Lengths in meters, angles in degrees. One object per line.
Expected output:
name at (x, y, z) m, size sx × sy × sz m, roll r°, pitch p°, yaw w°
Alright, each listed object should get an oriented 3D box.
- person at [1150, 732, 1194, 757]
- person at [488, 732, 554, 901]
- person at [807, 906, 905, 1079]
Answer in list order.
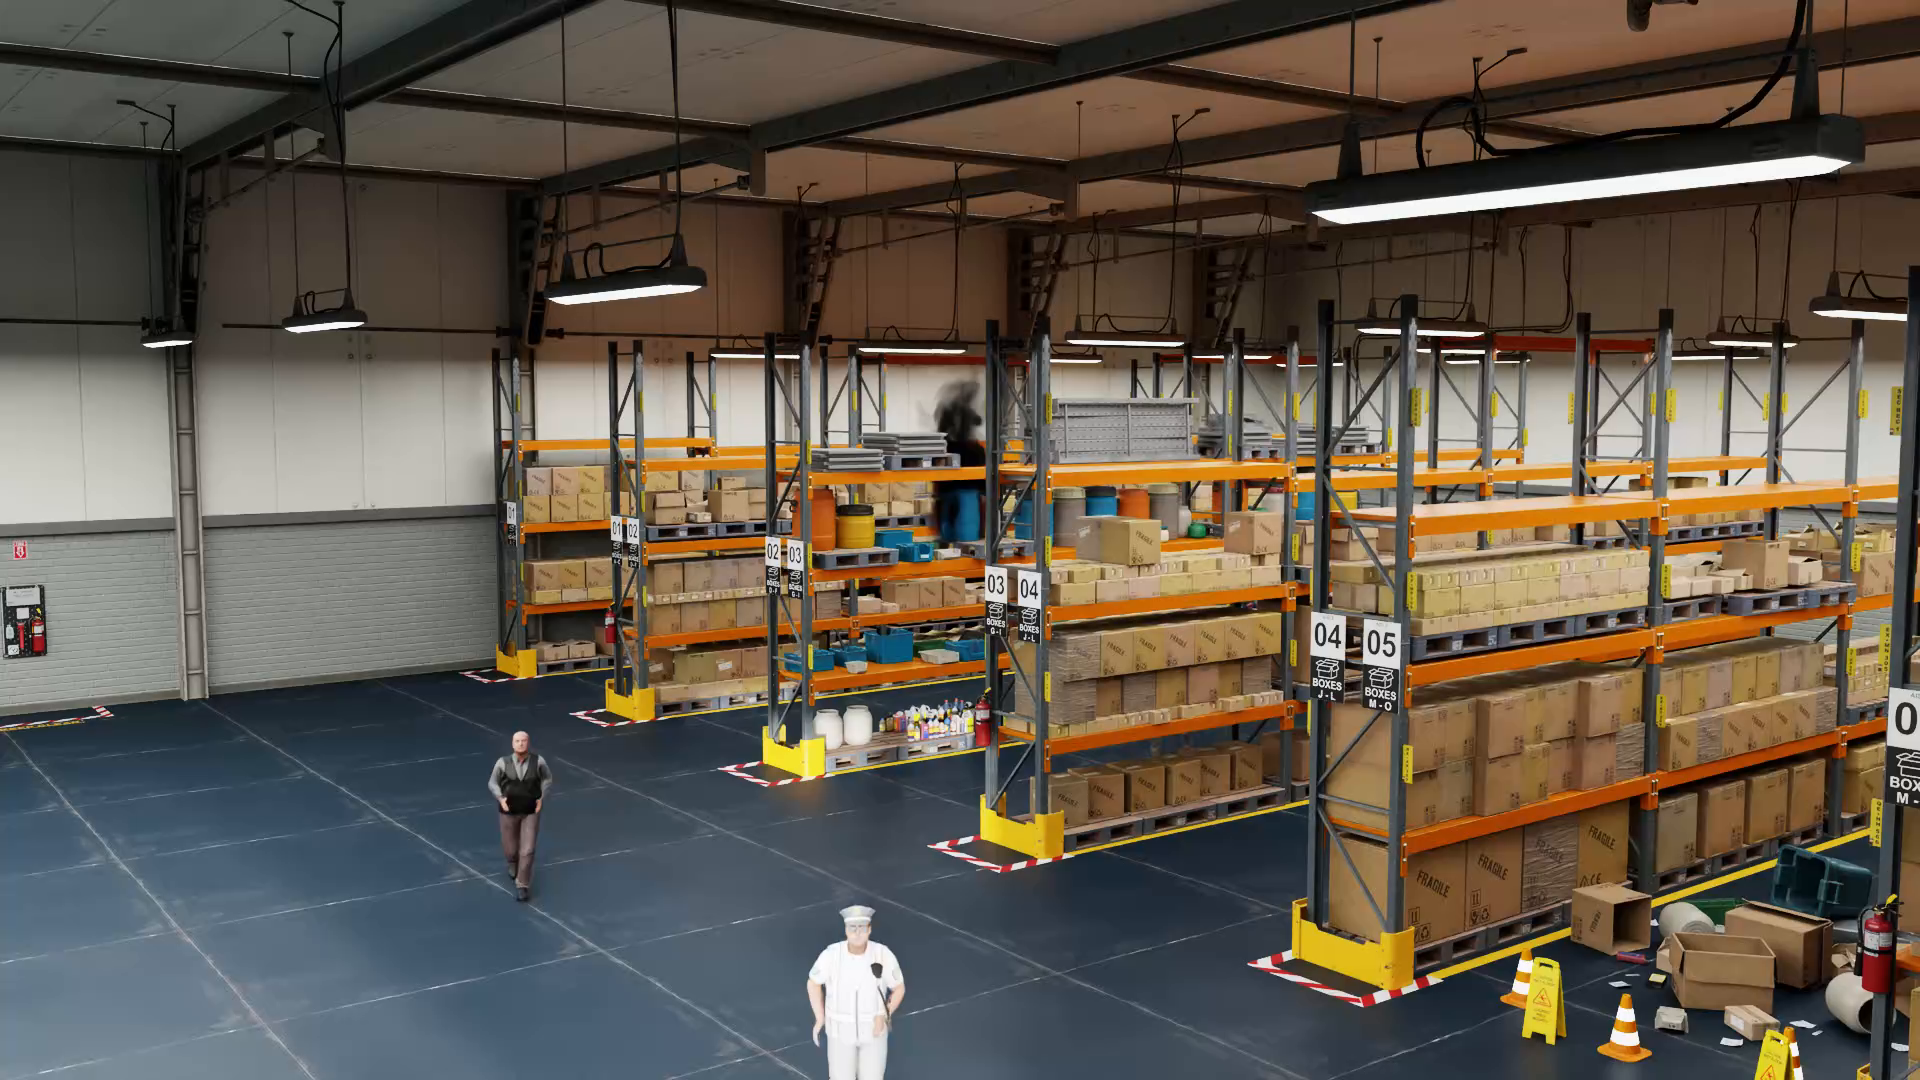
person at (2.959, 2.224, 23.320) m, size 0.633 × 1.822 × 0.825 m, roll 5°, pitch 7°, yaw 42°
person at (-4.526, 2.810, 17.173) m, size 0.657 × 1.697 × 0.752 m, roll -1°, pitch 5°, yaw -16°
person at (-0.696, 3.317, 11.247) m, size 0.665 × 1.738 × 0.584 m, roll 0°, pitch 5°, yaw -5°
